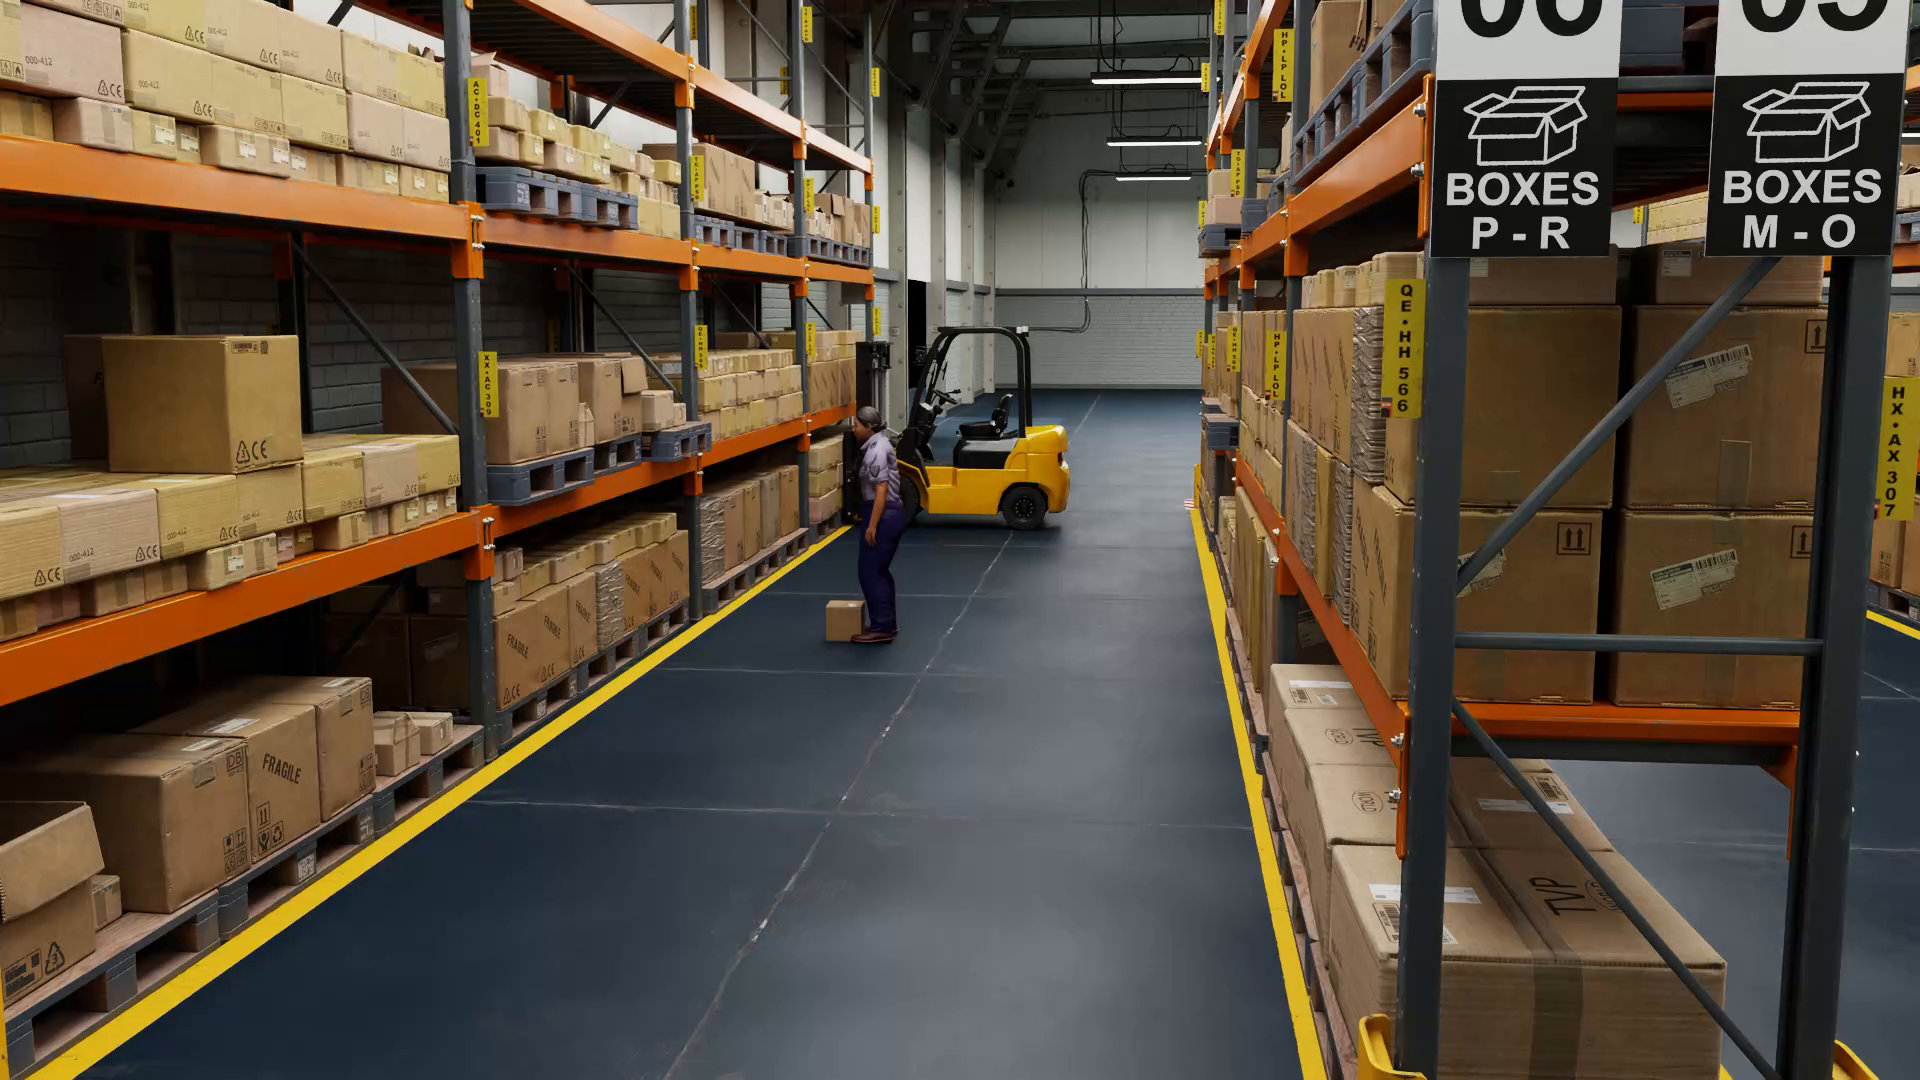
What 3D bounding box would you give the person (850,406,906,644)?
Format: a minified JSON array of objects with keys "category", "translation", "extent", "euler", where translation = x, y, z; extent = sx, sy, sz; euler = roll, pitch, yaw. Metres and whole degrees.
[{"category":"person","translation":[-0.575,-0.116,11.690],"extent":[0.374,1.651,0.560],"euler":[0,8,3]}]
